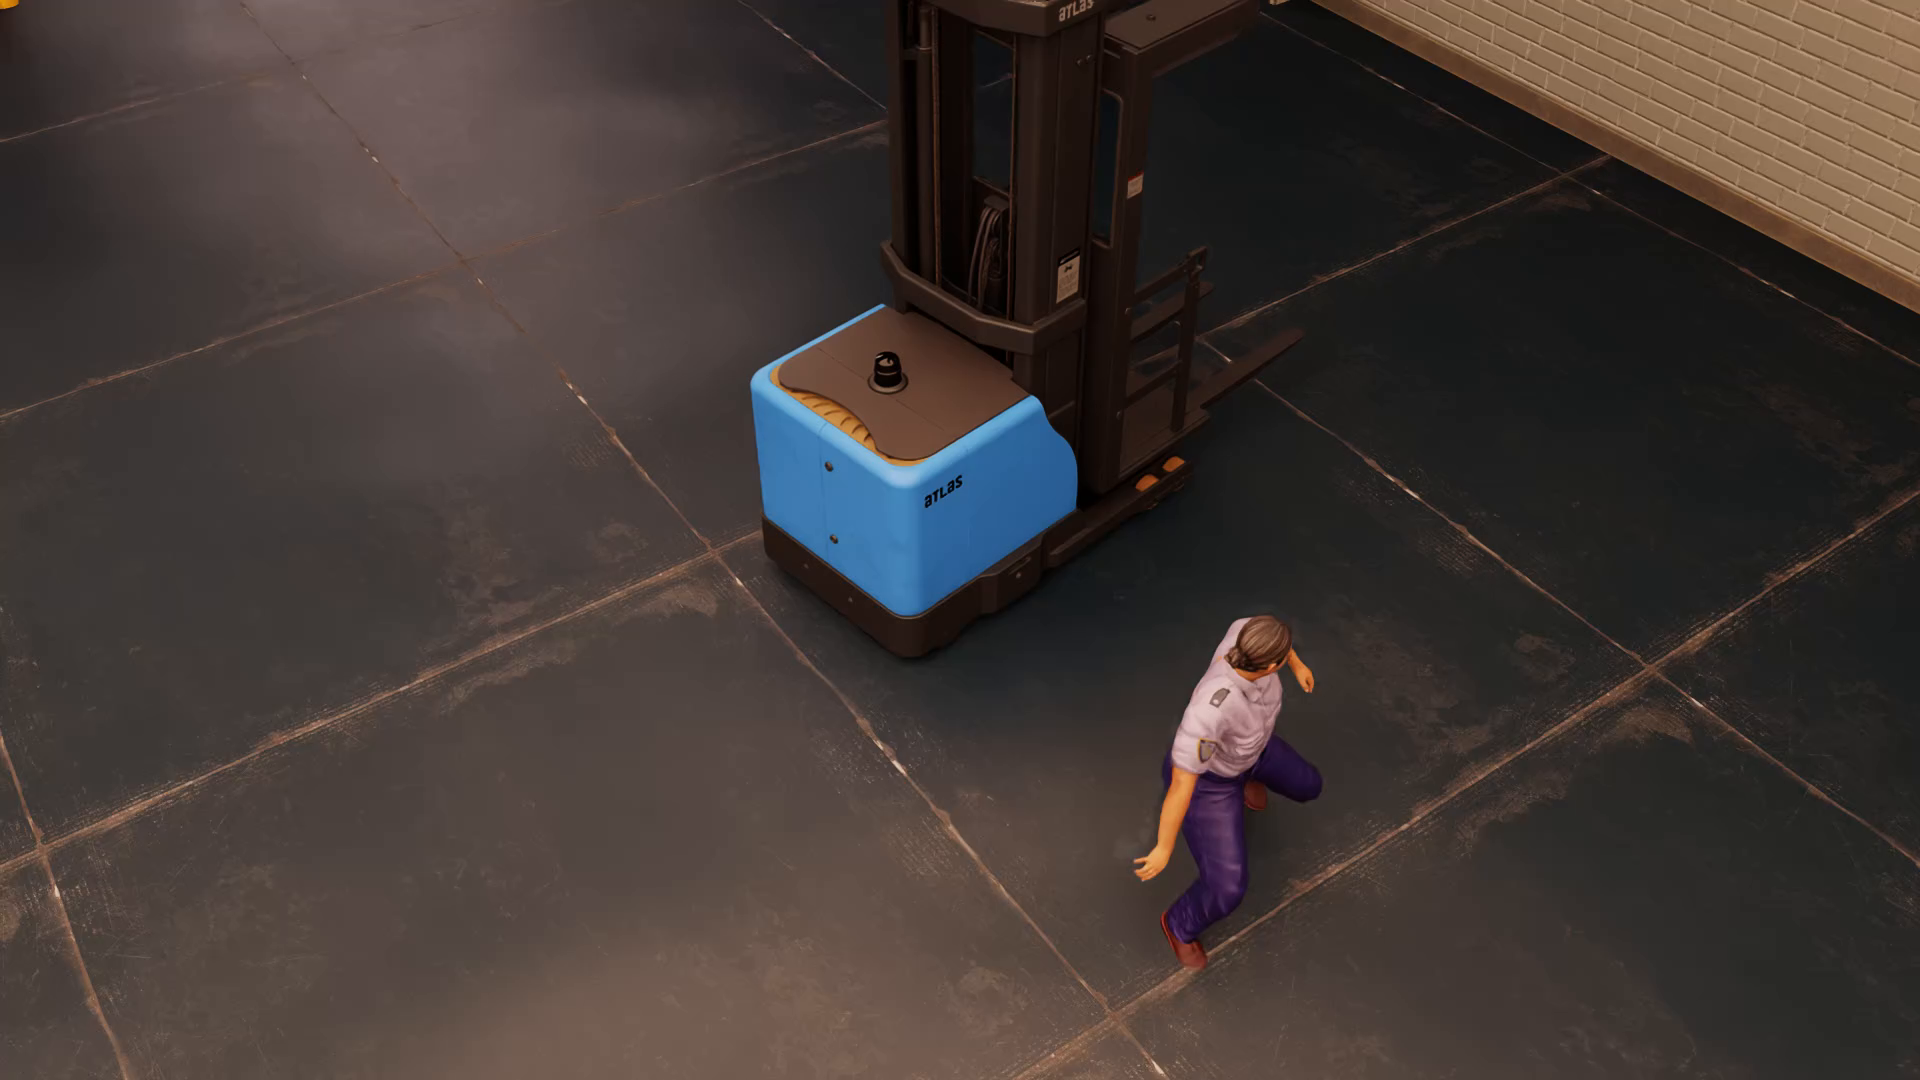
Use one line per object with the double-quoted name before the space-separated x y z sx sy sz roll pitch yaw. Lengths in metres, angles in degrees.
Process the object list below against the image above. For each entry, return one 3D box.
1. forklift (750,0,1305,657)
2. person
"forklift" 0.498 -1.455 7.294 3.031 2.935 1.130 -33 52 -31
"person" 0.956 0.831 5.913 0.472 1.543 1.049 27 49 26
